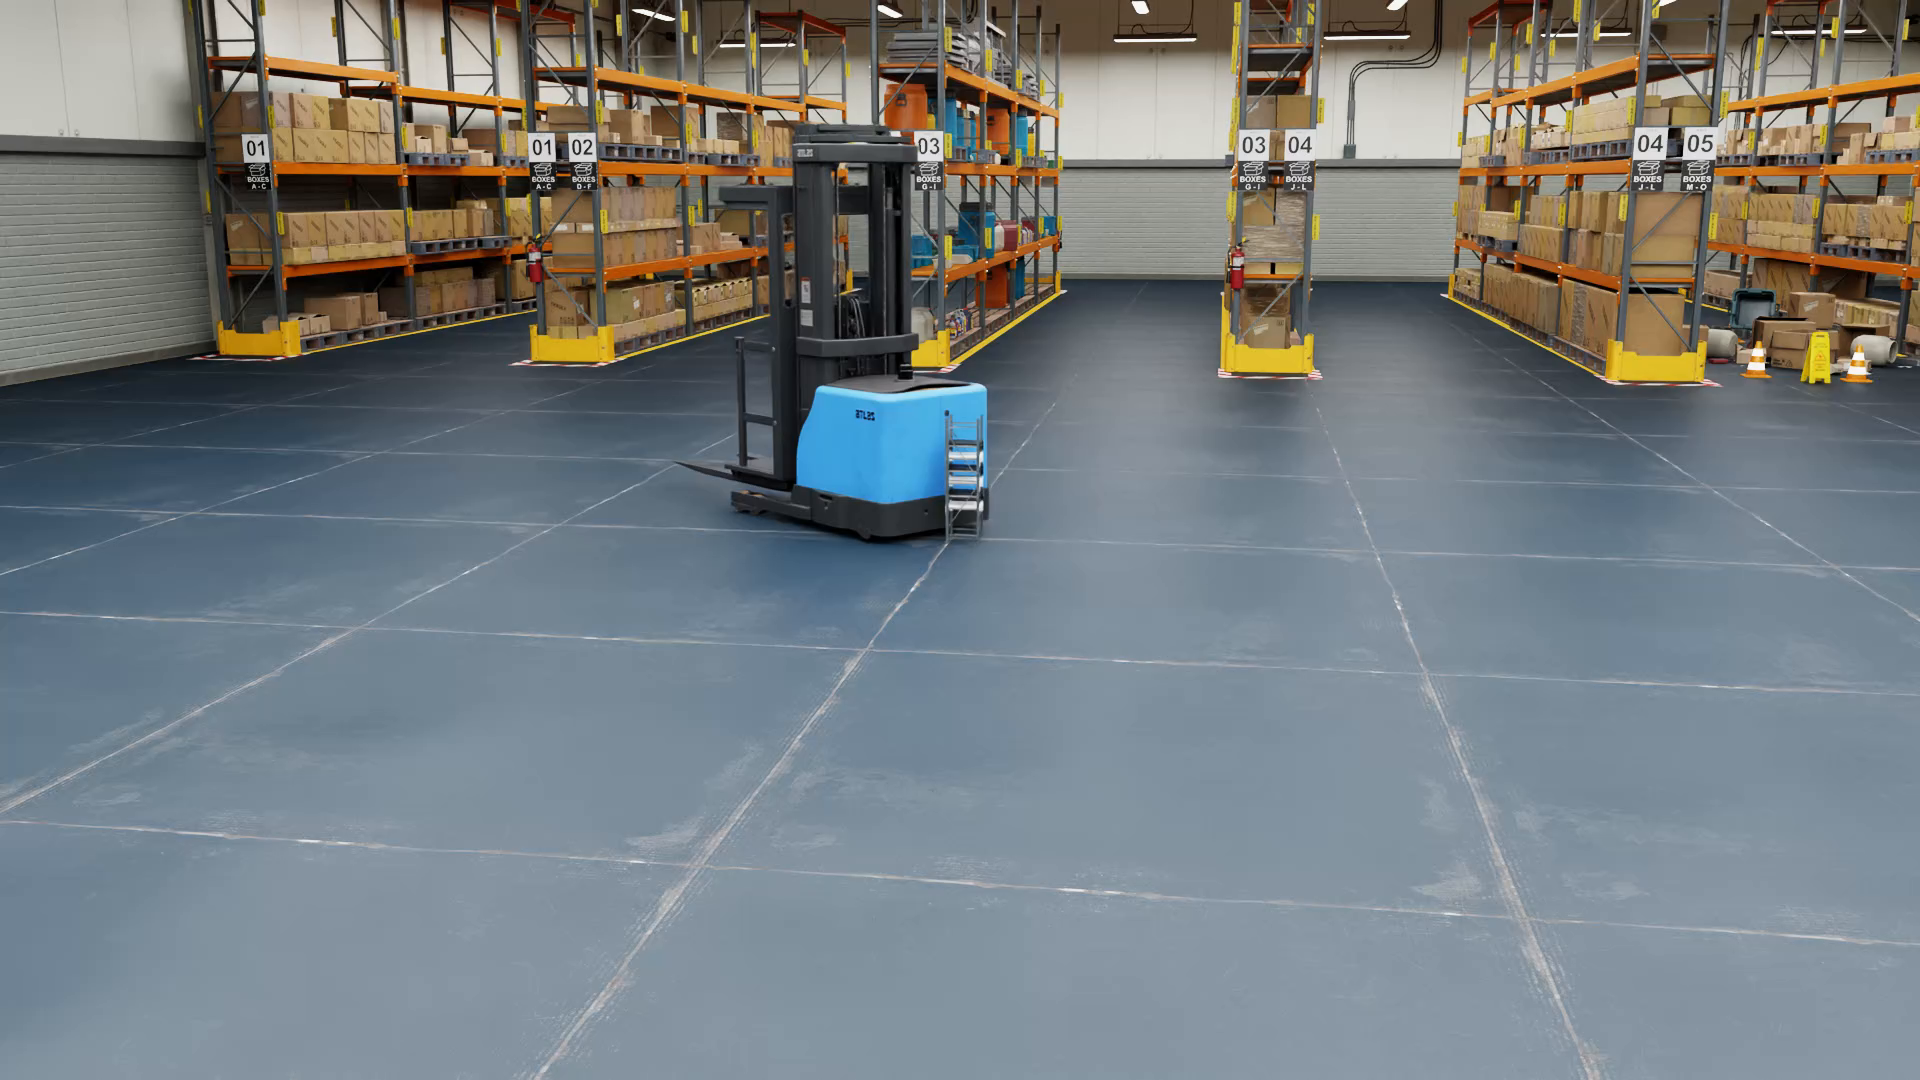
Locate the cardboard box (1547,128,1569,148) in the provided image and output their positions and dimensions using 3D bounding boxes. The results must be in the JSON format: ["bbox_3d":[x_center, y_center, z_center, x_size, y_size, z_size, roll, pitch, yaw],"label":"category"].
[{"bbox_3d":[9.743,-6.454,26.679,0.500,0.311,0.500,1,12,7],"label":"cardboard box"}]

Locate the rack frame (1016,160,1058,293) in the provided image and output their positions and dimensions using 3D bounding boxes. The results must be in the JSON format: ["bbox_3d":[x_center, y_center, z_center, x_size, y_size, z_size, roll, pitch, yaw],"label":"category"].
[{"bbox_3d":[1.757,-7.245,38.493,1.000,3.000,0.127,2,12,9],"label":"rack frame"}]

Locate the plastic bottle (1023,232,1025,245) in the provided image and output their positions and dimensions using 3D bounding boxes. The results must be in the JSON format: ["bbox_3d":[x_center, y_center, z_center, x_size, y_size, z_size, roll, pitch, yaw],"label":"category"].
[{"bbox_3d":[1.210,-6.002,33.020,0.152,0.276,0.135,2,12,9],"label":"plastic bottle"}]

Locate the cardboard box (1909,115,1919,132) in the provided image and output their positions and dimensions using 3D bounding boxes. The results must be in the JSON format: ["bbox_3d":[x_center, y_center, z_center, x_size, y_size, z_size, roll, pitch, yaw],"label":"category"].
[{"bbox_3d":[14.561,-6.233,24.850,0.500,0.250,0.500,2,12,10],"label":"cardboard box"}]

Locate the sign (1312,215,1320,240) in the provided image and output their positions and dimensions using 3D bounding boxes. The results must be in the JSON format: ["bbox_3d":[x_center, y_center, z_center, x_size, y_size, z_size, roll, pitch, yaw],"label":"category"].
[{"bbox_3d":[4.726,-4.160,22.121,0.100,0.325,0.005,2,12,9],"label":"sign"}]

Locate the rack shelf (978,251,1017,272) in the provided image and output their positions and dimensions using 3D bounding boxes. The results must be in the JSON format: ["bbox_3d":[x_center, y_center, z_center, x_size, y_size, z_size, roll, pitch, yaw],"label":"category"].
[{"bbox_3d":[0.219,-4.812,28.910,1.077,0.370,4.000,2,12,9],"label":"rack shelf"}]

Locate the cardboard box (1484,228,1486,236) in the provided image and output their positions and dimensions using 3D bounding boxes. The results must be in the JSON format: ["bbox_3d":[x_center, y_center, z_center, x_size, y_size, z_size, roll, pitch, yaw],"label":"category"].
[{"bbox_3d":[10.287,-5.924,31.961,0.380,0.149,0.250,2,12,9],"label":"cardboard box"}]

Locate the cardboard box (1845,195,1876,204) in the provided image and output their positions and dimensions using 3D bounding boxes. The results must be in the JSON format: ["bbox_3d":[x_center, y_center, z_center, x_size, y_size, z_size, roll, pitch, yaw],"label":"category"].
[{"bbox_3d":[15.530,-5.731,28.855,0.500,0.500,0.500,1,12,7],"label":"cardboard box"}]

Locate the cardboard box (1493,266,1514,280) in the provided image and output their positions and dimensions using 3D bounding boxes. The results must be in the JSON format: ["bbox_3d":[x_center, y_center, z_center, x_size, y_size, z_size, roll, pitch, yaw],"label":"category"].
[{"bbox_3d":[10.384,-5.058,31.501,0.500,0.250,0.500,2,12,11],"label":"cardboard box"}]

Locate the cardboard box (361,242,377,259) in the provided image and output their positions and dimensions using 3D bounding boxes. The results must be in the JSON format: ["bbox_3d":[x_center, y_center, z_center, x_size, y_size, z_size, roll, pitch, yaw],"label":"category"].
[{"bbox_3d":[-9.798,-4.688,26.934,0.500,0.250,0.500,2,12,8],"label":"cardboard box"}]

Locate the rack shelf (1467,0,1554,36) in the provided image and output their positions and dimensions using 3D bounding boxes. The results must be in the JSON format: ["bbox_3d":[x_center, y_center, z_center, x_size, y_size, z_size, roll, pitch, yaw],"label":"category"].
[{"bbox_3d":[11.229,-10.693,34.067,1.077,0.370,4.000,2,12,9],"label":"rack shelf"}]

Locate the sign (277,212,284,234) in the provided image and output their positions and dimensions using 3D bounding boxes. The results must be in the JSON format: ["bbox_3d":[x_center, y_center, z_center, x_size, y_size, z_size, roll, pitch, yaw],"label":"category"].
[{"bbox_3d":[-9.957,-4.641,24.356,0.100,0.325,0.005,2,12,9],"label":"sign"}]

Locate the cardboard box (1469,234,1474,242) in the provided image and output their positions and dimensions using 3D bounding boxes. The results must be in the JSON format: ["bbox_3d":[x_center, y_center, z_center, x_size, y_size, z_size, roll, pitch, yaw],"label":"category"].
[{"bbox_3d":[10.903,-6.343,34.900,0.380,0.149,0.250,2,12,10],"label":"cardboard box"}]

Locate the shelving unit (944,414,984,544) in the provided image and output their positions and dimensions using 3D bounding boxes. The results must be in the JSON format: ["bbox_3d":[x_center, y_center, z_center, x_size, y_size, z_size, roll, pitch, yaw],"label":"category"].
[{"bbox_3d":[0.031,-0.435,11.876,0.258,0.900,0.210,2,12,8],"label":"shelving unit"}]

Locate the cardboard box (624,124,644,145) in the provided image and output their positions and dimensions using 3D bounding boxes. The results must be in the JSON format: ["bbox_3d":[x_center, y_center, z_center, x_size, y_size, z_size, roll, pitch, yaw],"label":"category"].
[{"bbox_3d":[-5.361,-6.361,25.693,0.797,0.503,0.637,3,13,15],"label":"cardboard box"}]

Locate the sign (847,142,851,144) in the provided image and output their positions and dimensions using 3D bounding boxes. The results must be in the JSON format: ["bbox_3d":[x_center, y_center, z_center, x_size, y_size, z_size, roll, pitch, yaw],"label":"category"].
[{"bbox_3d":[-2.592,-9.284,38.730,0.100,0.325,0.005,2,12,9],"label":"sign"}]

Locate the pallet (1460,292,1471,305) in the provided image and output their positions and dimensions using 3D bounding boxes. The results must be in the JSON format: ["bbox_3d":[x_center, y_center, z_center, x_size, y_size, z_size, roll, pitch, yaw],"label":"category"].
[{"bbox_3d":[11.175,-5.103,35.171,1.003,0.211,1.213,2,12,9],"label":"pallet"}]

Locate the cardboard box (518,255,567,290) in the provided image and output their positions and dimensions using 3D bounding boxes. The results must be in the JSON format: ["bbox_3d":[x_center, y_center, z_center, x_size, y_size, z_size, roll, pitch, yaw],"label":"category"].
[{"bbox_3d":[-8.753,-5.564,34.795,0.750,0.750,0.750,2,12,10],"label":"cardboard box"}]

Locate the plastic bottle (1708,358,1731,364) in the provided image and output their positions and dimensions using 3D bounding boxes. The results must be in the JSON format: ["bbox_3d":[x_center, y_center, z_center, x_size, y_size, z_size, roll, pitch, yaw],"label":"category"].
[{"bbox_3d":[10.820,-2.548,23.671,0.283,0.061,0.133,-2,12,-11],"label":"plastic bottle"}]

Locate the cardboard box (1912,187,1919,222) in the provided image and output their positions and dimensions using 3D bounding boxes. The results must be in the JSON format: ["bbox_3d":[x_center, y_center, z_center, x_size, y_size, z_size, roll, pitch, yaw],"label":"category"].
[{"bbox_3d":[14.315,-4.864,24.128,0.700,0.500,0.500,2,12,8],"label":"cardboard box"}]

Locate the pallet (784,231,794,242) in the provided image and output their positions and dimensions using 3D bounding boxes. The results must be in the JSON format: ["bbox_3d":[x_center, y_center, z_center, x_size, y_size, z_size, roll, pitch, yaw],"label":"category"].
[{"bbox_3d":[-3.983,-6.317,34.643,1.003,0.211,1.213,2,12,9],"label":"pallet"}]

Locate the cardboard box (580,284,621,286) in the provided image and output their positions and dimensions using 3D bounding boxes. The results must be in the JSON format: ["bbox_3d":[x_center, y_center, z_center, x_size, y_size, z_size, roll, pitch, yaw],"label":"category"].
[{"bbox_3d":[-5.592,-3.738,25.967,0.500,0.500,0.500,2,12,9],"label":"cardboard box"}]

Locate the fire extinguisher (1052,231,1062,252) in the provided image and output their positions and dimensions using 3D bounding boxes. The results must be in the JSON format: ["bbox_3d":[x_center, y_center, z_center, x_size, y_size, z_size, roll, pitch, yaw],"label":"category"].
[{"bbox_3d":[2.229,-7.042,38.618,0.296,0.674,0.183,2,12,9],"label":"fire extinguisher"}]

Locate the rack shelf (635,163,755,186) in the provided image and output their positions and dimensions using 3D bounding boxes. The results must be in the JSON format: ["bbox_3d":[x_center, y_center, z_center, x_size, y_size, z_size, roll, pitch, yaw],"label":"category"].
[{"bbox_3d":[-4.675,-6.440,29.342,1.077,0.370,4.000,2,12,9],"label":"rack shelf"}]

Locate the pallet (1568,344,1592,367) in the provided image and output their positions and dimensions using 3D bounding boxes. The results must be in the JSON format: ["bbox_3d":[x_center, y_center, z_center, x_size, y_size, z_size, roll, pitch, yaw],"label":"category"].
[{"bbox_3d":[9.311,-2.632,23.704,1.003,0.211,1.213,2,12,9],"label":"pallet"}]

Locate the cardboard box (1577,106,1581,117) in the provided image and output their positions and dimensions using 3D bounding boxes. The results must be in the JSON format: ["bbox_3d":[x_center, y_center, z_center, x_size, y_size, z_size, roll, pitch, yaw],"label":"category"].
[{"bbox_3d":[9.261,-6.275,24.339,0.380,0.149,0.250,2,12,8],"label":"cardboard box"}]

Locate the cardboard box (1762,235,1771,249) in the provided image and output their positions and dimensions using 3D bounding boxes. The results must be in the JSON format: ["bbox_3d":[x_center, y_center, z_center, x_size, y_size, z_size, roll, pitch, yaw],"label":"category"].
[{"bbox_3d":[15.327,-5.561,31.033,0.500,0.250,0.500,2,12,8],"label":"cardboard box"}]

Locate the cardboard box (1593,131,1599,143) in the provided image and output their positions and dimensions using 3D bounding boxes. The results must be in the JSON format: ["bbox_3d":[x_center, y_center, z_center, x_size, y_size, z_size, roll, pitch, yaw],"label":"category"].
[{"bbox_3d":[9.065,-5.622,23.200,0.380,0.149,0.250,2,12,9],"label":"cardboard box"}]

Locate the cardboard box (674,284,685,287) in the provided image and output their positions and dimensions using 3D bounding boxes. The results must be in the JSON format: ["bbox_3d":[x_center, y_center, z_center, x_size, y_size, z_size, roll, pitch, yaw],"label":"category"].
[{"bbox_3d":[-5.051,-4.350,29.257,0.500,0.311,0.500,2,12,8],"label":"cardboard box"}]

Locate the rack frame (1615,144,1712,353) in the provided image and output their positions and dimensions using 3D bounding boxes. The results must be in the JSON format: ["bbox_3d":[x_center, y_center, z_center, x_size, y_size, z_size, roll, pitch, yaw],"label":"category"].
[{"bbox_3d":[9.075,-3.573,21.451,1.000,3.000,0.127,2,12,9],"label":"rack frame"}]

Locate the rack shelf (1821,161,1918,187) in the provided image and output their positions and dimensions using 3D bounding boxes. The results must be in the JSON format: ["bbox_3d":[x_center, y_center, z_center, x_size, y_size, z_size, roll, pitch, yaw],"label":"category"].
[{"bbox_3d":[14.905,-5.797,26.359,1.077,0.370,4.000,2,12,9],"label":"rack shelf"}]

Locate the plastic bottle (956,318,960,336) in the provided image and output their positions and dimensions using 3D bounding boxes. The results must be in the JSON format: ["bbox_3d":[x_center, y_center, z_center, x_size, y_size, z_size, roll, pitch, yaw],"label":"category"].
[{"bbox_3d":[-0.049,-3.256,25.412,0.097,0.271,0.097,0,12,0],"label":"plastic bottle"}]

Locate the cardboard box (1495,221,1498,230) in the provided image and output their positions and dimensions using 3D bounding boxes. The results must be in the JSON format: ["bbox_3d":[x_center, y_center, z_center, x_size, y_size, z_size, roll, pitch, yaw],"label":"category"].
[{"bbox_3d":[10.089,-5.798,30.669,0.380,0.149,0.250,2,12,8],"label":"cardboard box"}]

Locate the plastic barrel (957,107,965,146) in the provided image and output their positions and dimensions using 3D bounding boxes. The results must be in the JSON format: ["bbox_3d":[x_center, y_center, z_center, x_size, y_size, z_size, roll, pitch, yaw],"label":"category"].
[{"bbox_3d":[-0.225,-6.572,27.057,0.600,0.901,0.708,2,12,9],"label":"plastic barrel"}]

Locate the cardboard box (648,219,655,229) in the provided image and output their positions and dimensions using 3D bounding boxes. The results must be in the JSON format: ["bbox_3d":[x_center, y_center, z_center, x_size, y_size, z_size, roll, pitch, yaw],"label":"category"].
[{"bbox_3d":[-5.010,-4.947,26.051,0.380,0.149,0.250,2,12,10],"label":"cardboard box"}]

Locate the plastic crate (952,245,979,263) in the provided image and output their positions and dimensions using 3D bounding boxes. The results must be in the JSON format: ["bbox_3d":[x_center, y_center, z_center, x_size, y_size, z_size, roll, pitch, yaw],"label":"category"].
[{"bbox_3d":[0.009,-4.436,25.808,0.499,0.251,0.616,2,12,9],"label":"plastic crate"}]

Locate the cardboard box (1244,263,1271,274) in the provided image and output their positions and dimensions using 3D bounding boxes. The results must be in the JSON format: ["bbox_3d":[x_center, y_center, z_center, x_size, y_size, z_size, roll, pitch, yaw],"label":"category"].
[{"bbox_3d":[4.030,-3.698,22.627,0.380,0.149,0.250,2,12,9],"label":"cardboard box"}]

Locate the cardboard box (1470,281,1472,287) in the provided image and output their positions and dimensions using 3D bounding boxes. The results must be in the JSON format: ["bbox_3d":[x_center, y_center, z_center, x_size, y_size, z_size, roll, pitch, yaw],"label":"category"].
[{"bbox_3d":[10.925,-5.374,34.876,0.380,0.149,0.250,1,12,6],"label":"cardboard box"}]

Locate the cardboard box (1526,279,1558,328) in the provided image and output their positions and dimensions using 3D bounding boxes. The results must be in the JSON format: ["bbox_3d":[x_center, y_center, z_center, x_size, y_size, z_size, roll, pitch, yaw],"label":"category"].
[{"bbox_3d":[9.849,-3.844,27.052,1.050,0.750,0.750,2,12,9],"label":"cardboard box"}]

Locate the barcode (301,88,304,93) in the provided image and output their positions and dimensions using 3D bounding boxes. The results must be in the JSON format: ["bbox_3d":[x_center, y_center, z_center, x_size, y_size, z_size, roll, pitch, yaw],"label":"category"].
[{"bbox_3d":[-10.517,-7.188,26.598,0.001,0.075,0.075,2,12,9],"label":"barcode"}]

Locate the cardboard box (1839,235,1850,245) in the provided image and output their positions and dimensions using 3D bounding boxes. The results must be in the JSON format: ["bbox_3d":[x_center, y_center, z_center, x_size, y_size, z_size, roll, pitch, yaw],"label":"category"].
[{"bbox_3d":[14.752,-4.950,27.440,0.380,0.149,0.250,2,12,9],"label":"cardboard box"}]

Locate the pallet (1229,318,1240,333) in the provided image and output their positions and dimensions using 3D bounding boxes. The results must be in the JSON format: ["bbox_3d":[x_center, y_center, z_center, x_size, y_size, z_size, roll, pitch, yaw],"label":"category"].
[{"bbox_3d":[5.109,-3.641,28.386,1.003,0.211,1.213,2,12,9],"label":"pallet"}]

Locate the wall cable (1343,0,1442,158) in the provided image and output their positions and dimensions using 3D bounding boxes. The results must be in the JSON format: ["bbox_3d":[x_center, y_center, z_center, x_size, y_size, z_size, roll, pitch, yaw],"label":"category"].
[{"bbox_3d":[10.926,-12.656,41.722,2.277,5.999,0.120,2,12,9],"label":"wall cable"}]

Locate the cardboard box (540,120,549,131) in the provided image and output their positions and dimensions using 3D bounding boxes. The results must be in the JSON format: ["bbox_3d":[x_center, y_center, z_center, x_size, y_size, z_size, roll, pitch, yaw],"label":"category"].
[{"bbox_3d":[-8.913,-8.652,34.837,0.500,0.250,0.500,3,12,13],"label":"cardboard box"}]

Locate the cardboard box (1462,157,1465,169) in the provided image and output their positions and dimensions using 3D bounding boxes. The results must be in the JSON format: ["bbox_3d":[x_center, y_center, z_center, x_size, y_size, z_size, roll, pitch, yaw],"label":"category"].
[{"bbox_3d":[11.215,-8.211,36.210,0.500,0.250,0.500,2,12,11],"label":"cardboard box"}]

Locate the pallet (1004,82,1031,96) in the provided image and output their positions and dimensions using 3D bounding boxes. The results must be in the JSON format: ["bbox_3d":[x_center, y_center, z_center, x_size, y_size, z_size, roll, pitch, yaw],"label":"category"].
[{"bbox_3d":[0.668,-8.374,30.888,1.213,0.211,1.003,2,12,9],"label":"pallet"}]

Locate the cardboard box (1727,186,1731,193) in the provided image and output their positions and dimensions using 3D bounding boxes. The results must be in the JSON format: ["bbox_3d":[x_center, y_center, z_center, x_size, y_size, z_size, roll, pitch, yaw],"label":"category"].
[{"bbox_3d":[15.820,-7.124,33.782,0.380,0.149,0.250,2,12,7],"label":"cardboard box"}]

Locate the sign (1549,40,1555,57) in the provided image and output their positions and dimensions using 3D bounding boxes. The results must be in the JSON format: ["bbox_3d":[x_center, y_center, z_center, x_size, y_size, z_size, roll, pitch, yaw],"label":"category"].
[{"bbox_3d":[11.470,-9.520,32.217,0.100,0.325,0.005,2,12,9],"label":"sign"}]

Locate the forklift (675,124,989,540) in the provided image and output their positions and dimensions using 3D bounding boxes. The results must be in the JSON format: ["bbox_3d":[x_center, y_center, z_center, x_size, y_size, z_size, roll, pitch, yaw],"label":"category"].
[{"bbox_3d":[-1.142,-1.685,12.857,1.130,2.935,3.031,-11,16,-41],"label":"forklift"}]

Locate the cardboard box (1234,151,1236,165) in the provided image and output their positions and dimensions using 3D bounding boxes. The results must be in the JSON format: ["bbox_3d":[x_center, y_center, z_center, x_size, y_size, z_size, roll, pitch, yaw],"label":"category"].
[{"bbox_3d":[5.017,-6.616,28.810,0.500,0.250,0.500,2,12,10],"label":"cardboard box"}]

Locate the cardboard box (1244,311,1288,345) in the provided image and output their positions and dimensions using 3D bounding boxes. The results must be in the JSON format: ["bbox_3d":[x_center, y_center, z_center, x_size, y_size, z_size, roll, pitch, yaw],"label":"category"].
[{"bbox_3d":[4.361,-2.993,23.696,0.500,0.500,0.500,5,13,23],"label":"cardboard box"}]

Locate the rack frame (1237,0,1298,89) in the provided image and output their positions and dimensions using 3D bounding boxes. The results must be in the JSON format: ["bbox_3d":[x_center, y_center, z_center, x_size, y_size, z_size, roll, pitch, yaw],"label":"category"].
[{"bbox_3d":[5.420,-8.352,29.389,1.000,3.000,0.127,2,12,9],"label":"rack frame"}]

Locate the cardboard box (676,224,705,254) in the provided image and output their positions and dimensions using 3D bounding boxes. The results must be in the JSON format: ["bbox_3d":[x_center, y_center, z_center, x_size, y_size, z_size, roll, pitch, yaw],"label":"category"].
[{"bbox_3d":[-4.767,-5.227,28.888,0.500,0.500,0.500,3,12,13],"label":"cardboard box"}]
